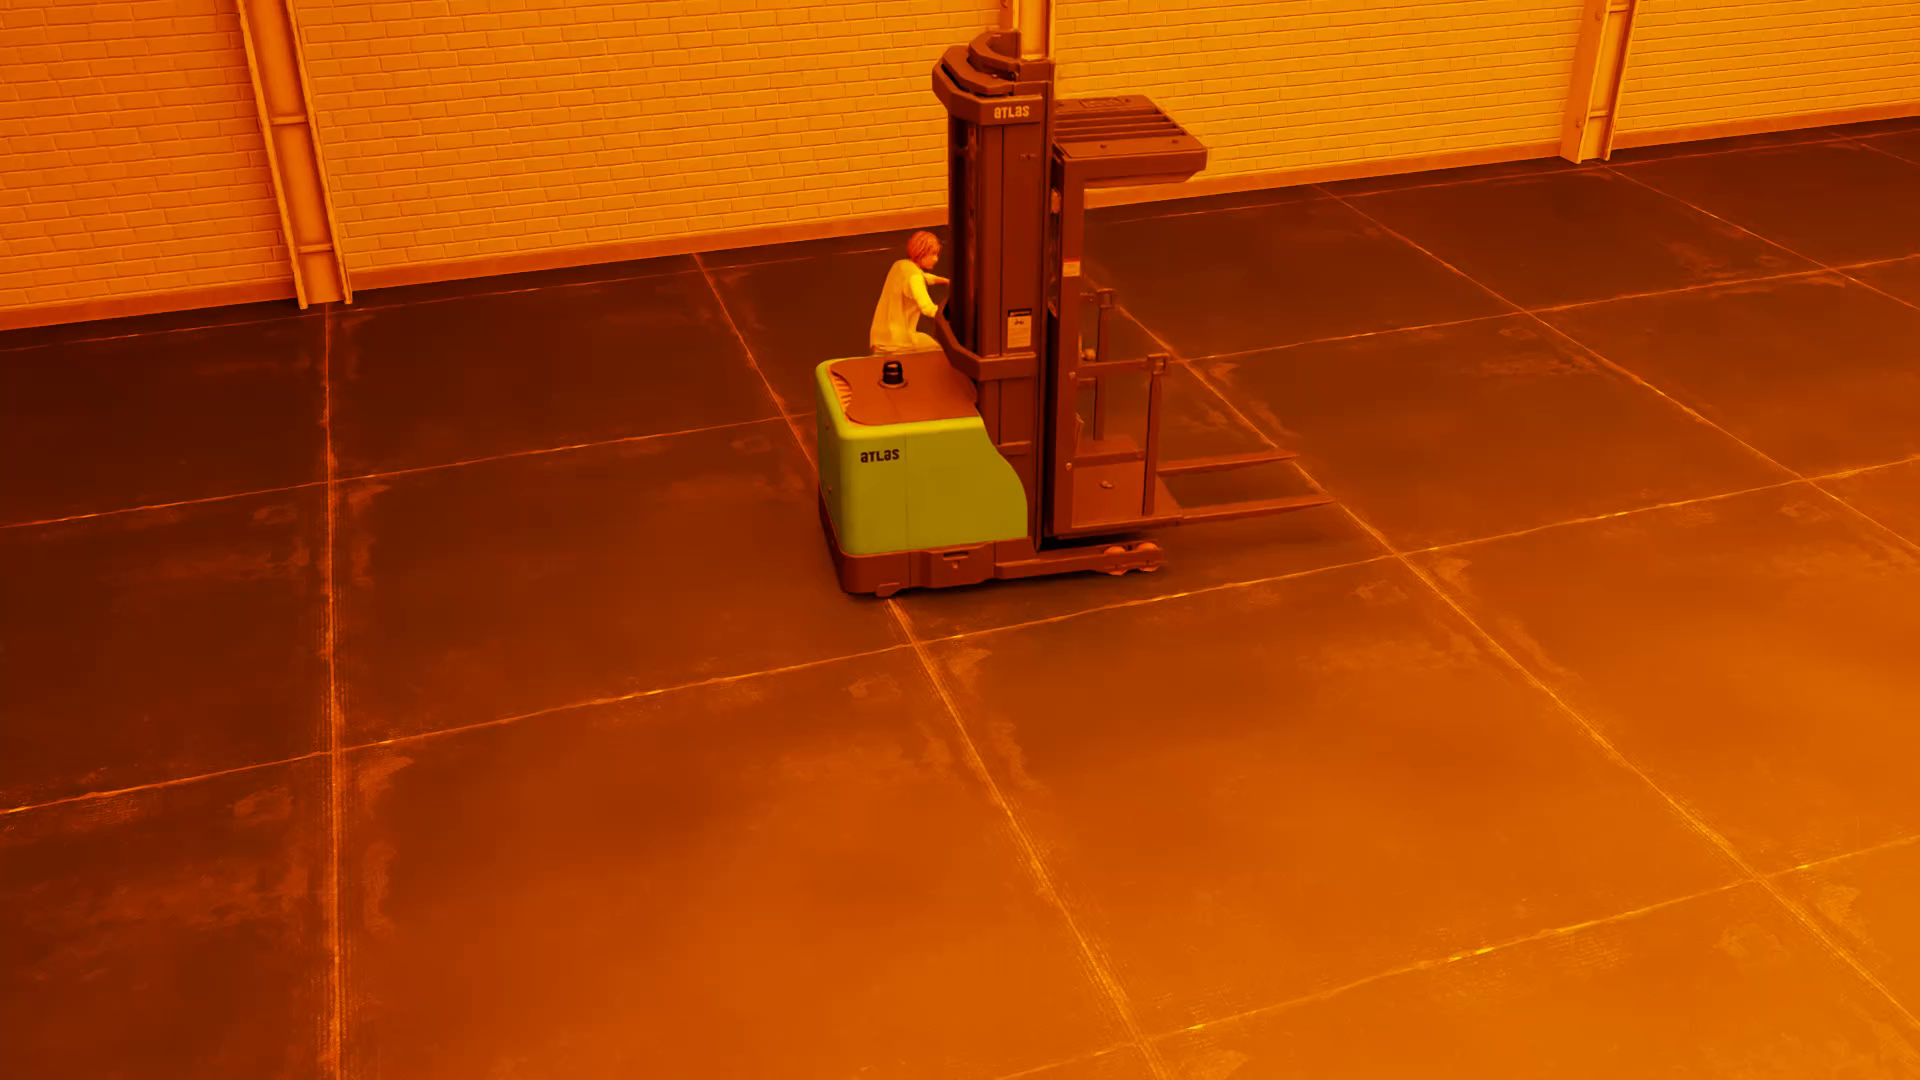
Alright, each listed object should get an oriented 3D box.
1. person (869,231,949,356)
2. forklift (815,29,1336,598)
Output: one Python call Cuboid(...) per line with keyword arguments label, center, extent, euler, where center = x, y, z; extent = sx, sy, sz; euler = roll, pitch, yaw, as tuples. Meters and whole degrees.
Cuboid(label="person", center=(-0.155, -1.331, 10.939), extent=(0.846, 1.359, 0.867), euler=(25, 39, 37))
Cuboid(label="forklift", center=(0.712, -1.315, 9.373), extent=(3.031, 2.935, 1.130), euler=(-6, 31, -11))
